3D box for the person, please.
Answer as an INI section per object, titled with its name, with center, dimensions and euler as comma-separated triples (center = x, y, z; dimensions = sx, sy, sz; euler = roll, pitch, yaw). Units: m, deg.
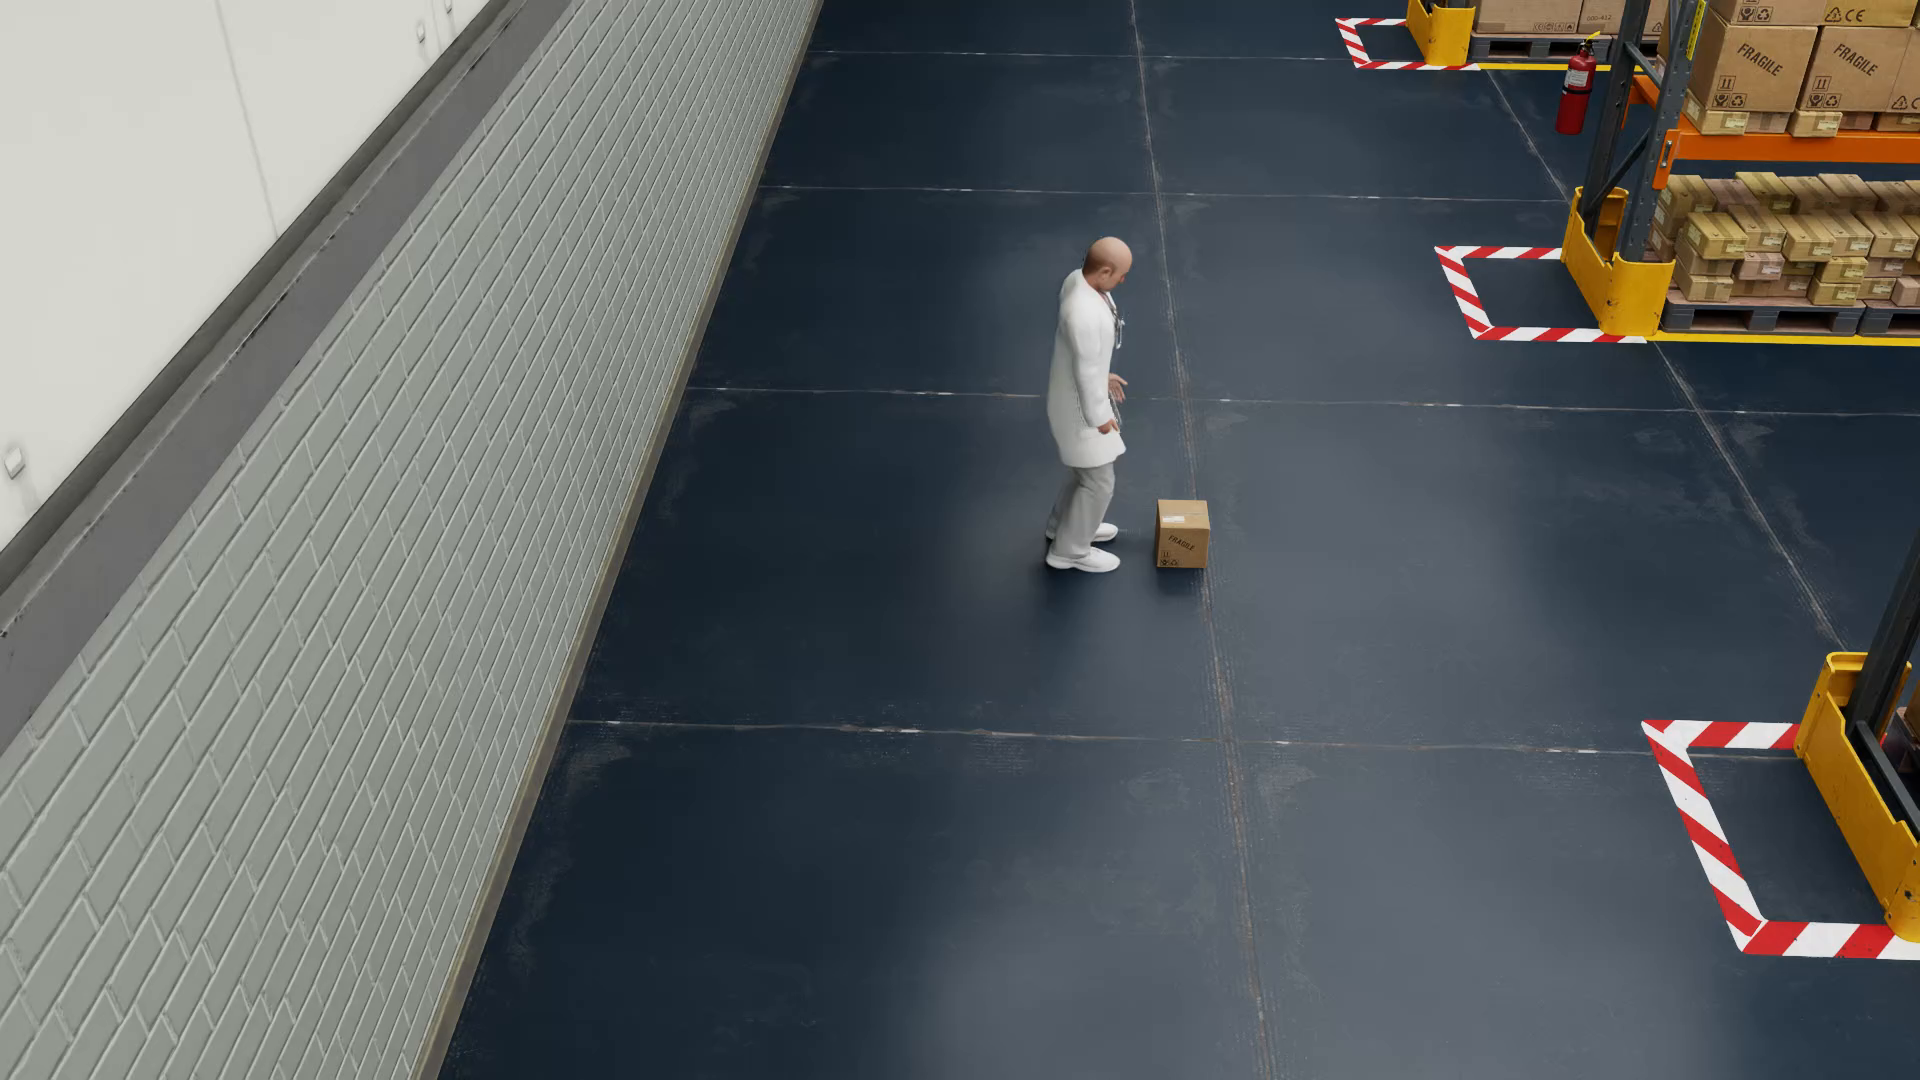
[person]
center = 0.626, -0.670, 8.121
dimensions = 0.401, 1.746, 0.583
euler = 2, 35, 3
